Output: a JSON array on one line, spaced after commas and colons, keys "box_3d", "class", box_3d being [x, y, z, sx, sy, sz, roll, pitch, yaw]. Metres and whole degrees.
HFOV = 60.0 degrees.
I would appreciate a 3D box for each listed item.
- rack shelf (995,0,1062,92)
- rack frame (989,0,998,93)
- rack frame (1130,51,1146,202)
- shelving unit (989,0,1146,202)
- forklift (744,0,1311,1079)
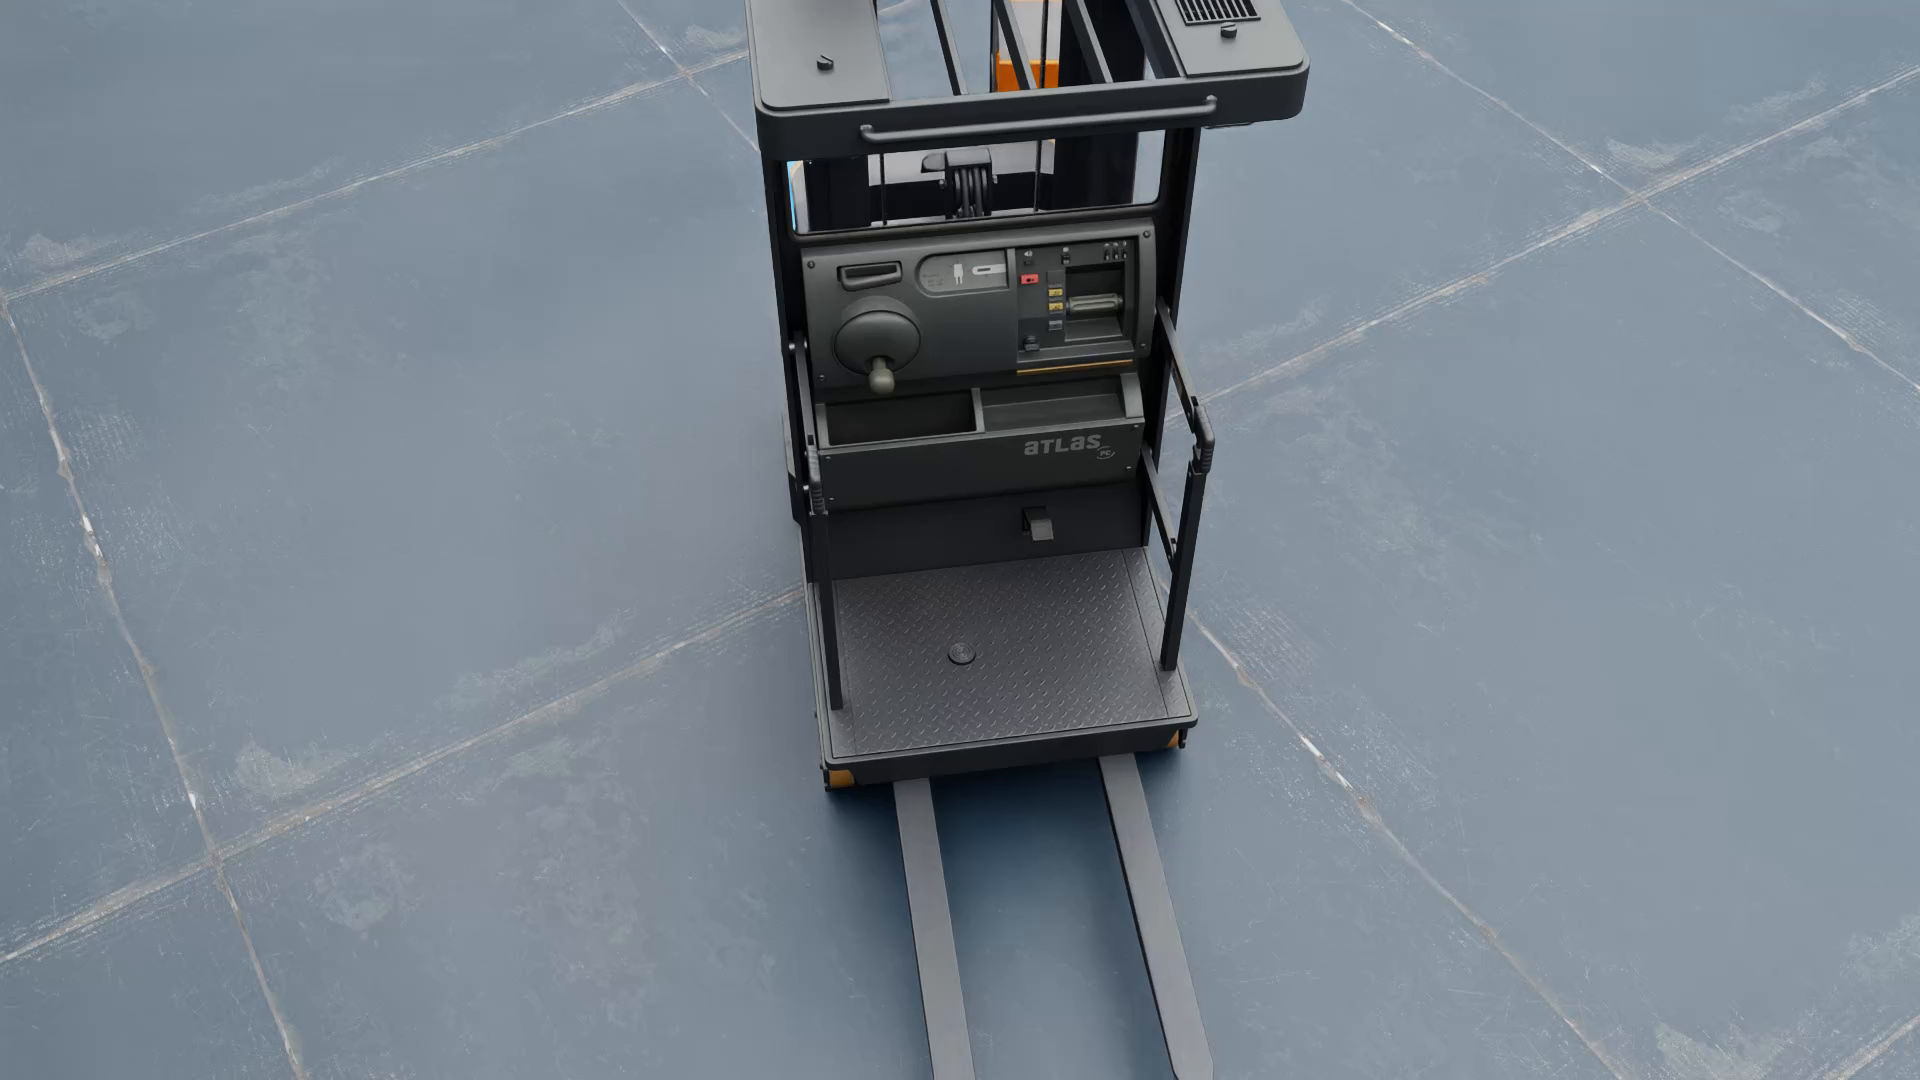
[{"box_3d": [0.357, -1.569, 5.759, 0.480, 0.518, 0.431, 0, 48, 0], "class": "rack shelf"}, {"box_3d": [0.113, -1.577, 5.748, 0.015, 2.100, 0.400, 0, 48, 0], "class": "rack frame"}, {"box_3d": [0.601, -1.579, 5.750, 0.015, 2.100, 0.400, 0, 48, 0], "class": "rack frame"}, {"box_3d": [0.357, -1.578, 5.749, 0.503, 2.100, 0.431, 0, 48, 0], "class": "shelving unit"}, {"box_3d": [0.090, -0.511, 4.242, 1.130, 2.935, 3.031, -6, 49, -5], "class": "forklift"}]
